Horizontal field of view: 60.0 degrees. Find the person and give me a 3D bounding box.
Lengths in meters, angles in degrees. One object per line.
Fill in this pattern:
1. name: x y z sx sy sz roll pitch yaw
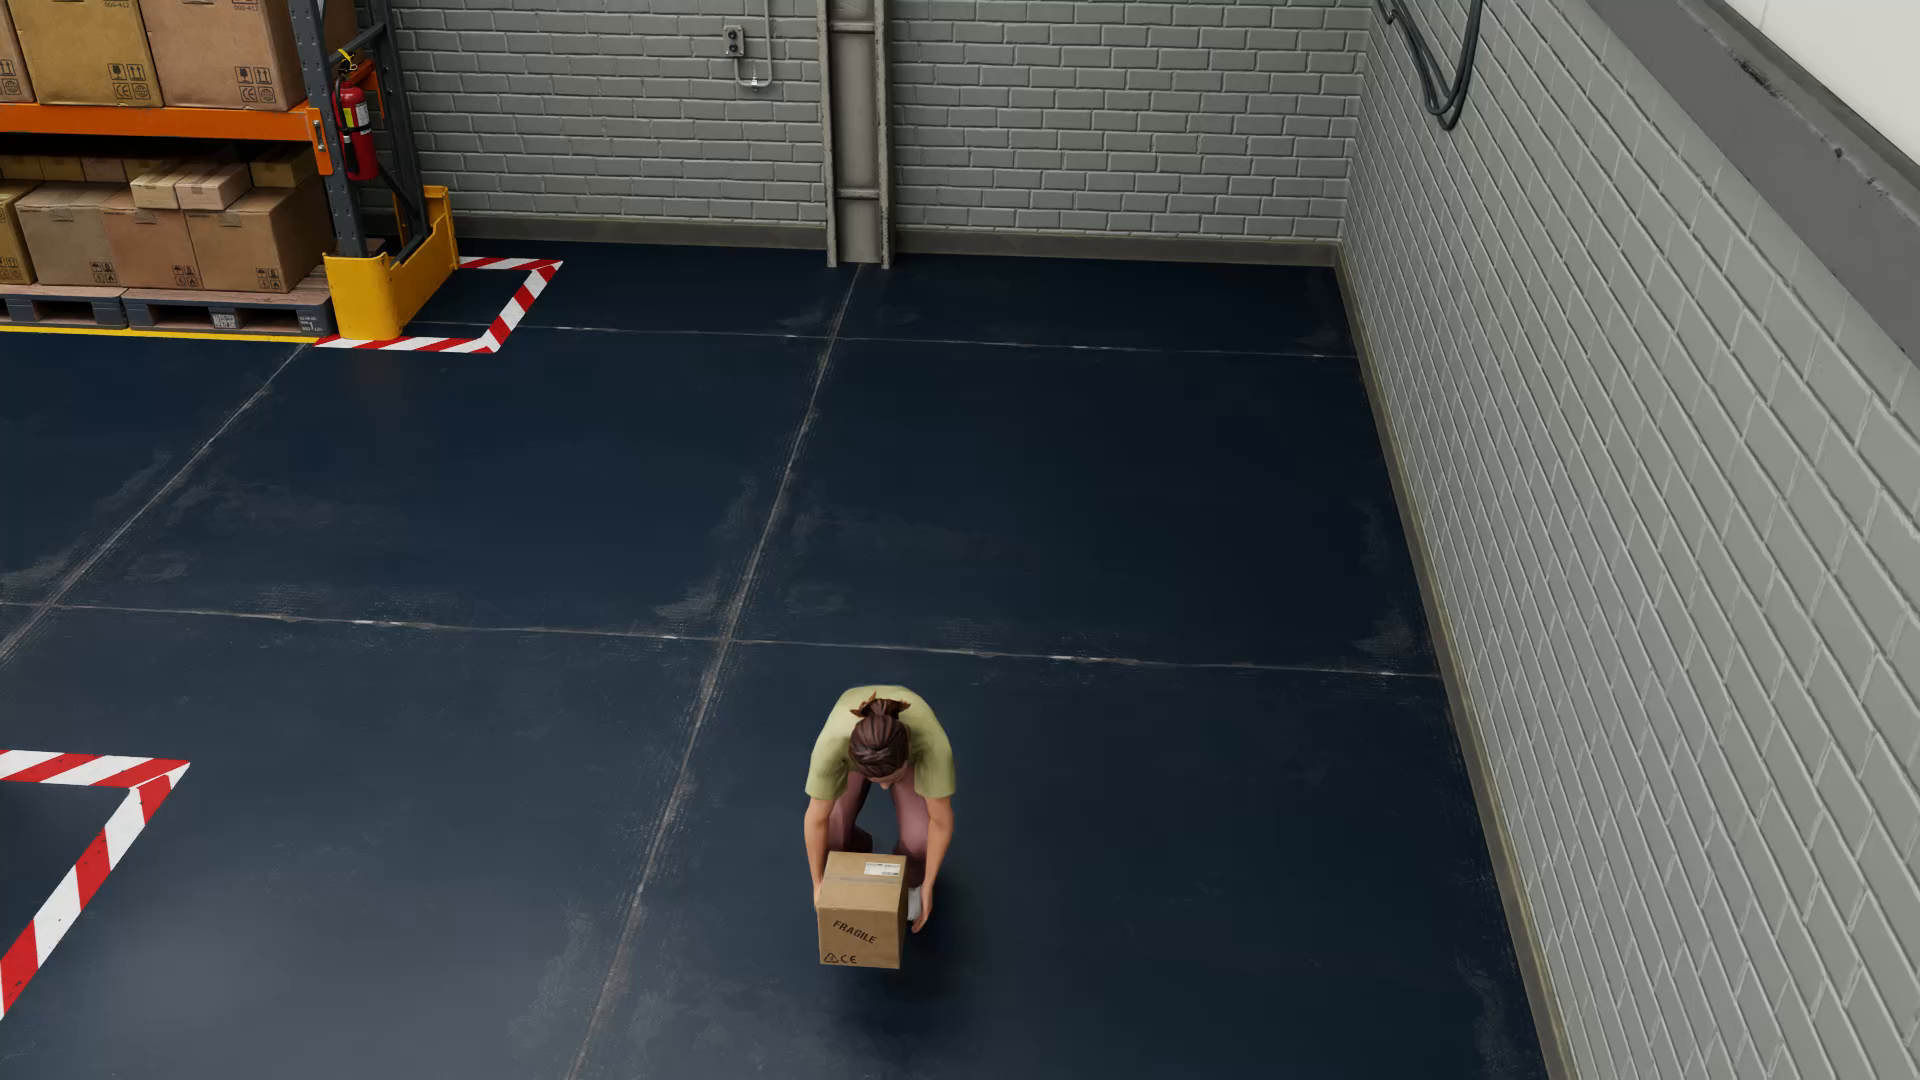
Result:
1. person: -0.246 0.818 5.463 0.495 1.008 0.766 2 32 4
